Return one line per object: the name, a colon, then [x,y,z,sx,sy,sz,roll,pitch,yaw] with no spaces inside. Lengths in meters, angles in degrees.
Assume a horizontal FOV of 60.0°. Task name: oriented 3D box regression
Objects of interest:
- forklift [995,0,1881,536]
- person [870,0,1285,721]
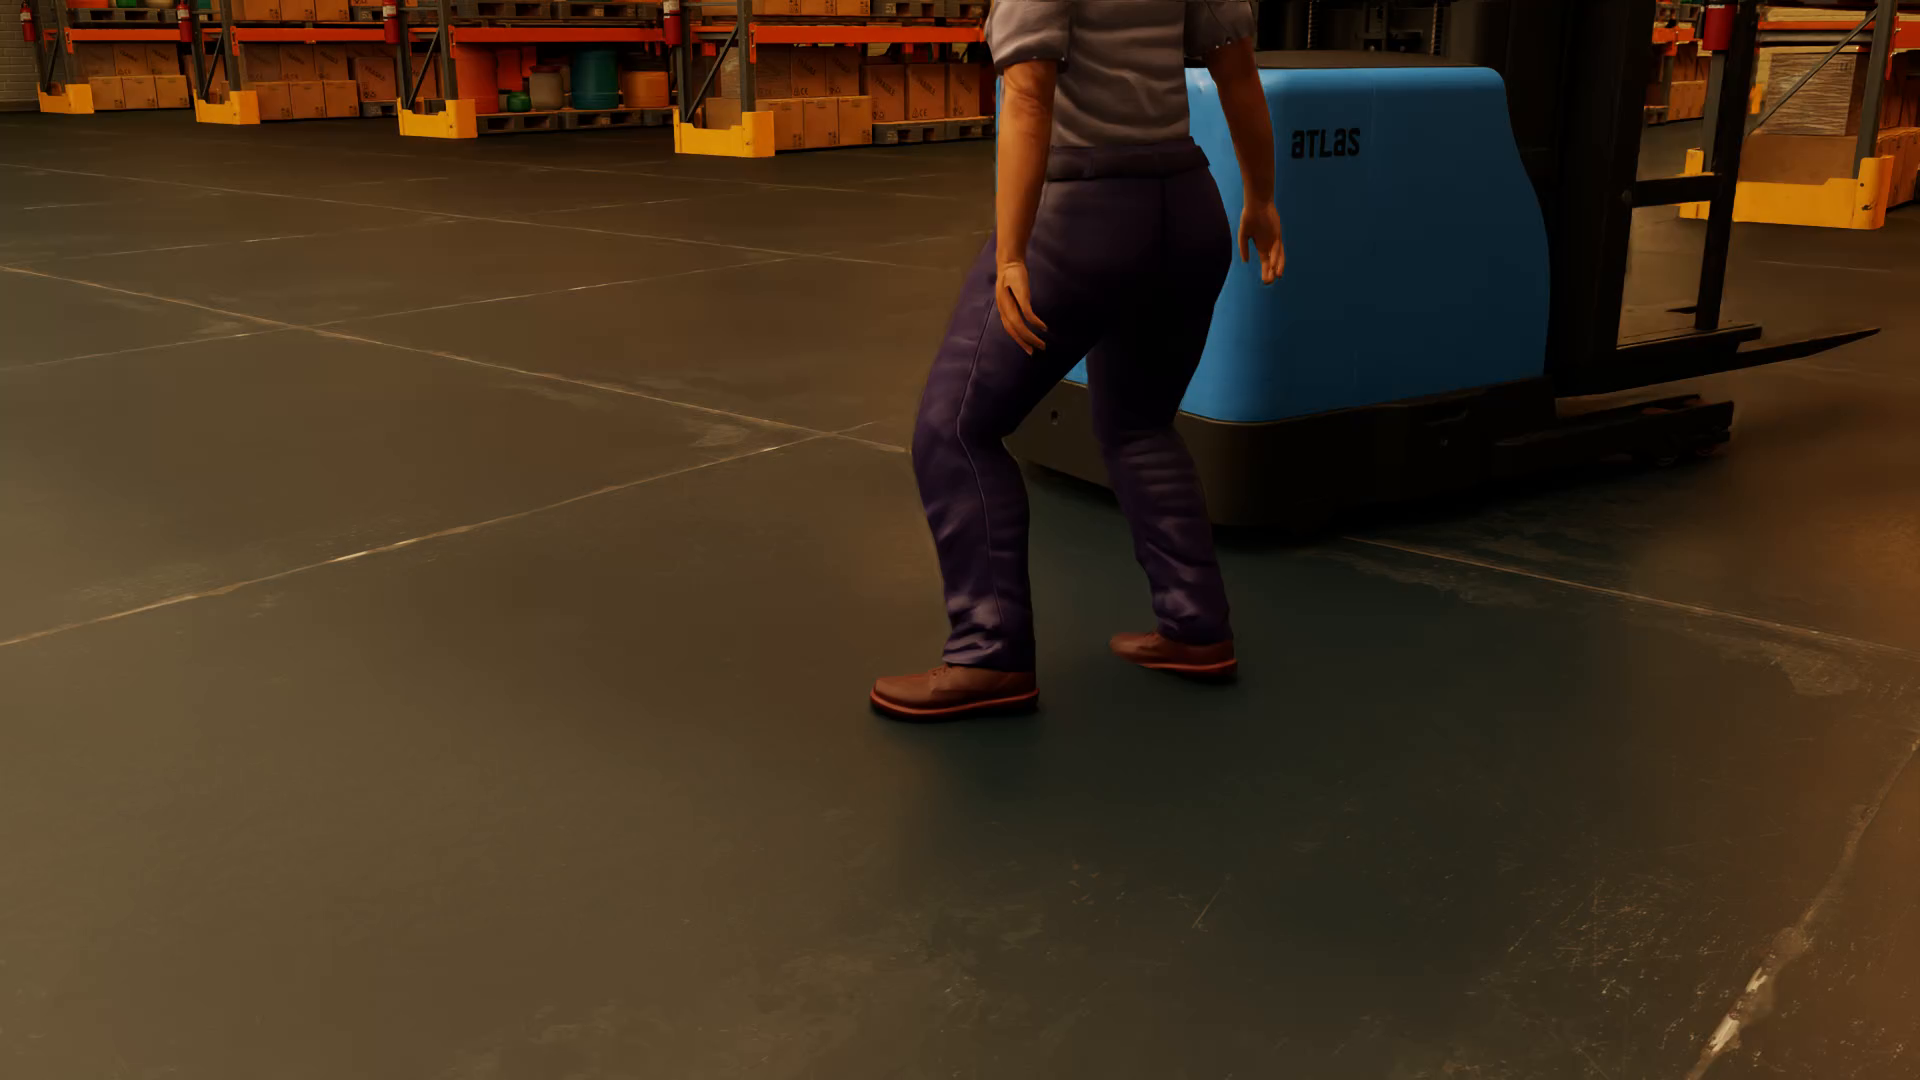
forklift: [1.586,-1.722,4.569,3.031,2.935,1.130,-11,20,-32]
person: [0.237,-0.503,2.878,0.830,1.625,0.401,-13,21,-37]
